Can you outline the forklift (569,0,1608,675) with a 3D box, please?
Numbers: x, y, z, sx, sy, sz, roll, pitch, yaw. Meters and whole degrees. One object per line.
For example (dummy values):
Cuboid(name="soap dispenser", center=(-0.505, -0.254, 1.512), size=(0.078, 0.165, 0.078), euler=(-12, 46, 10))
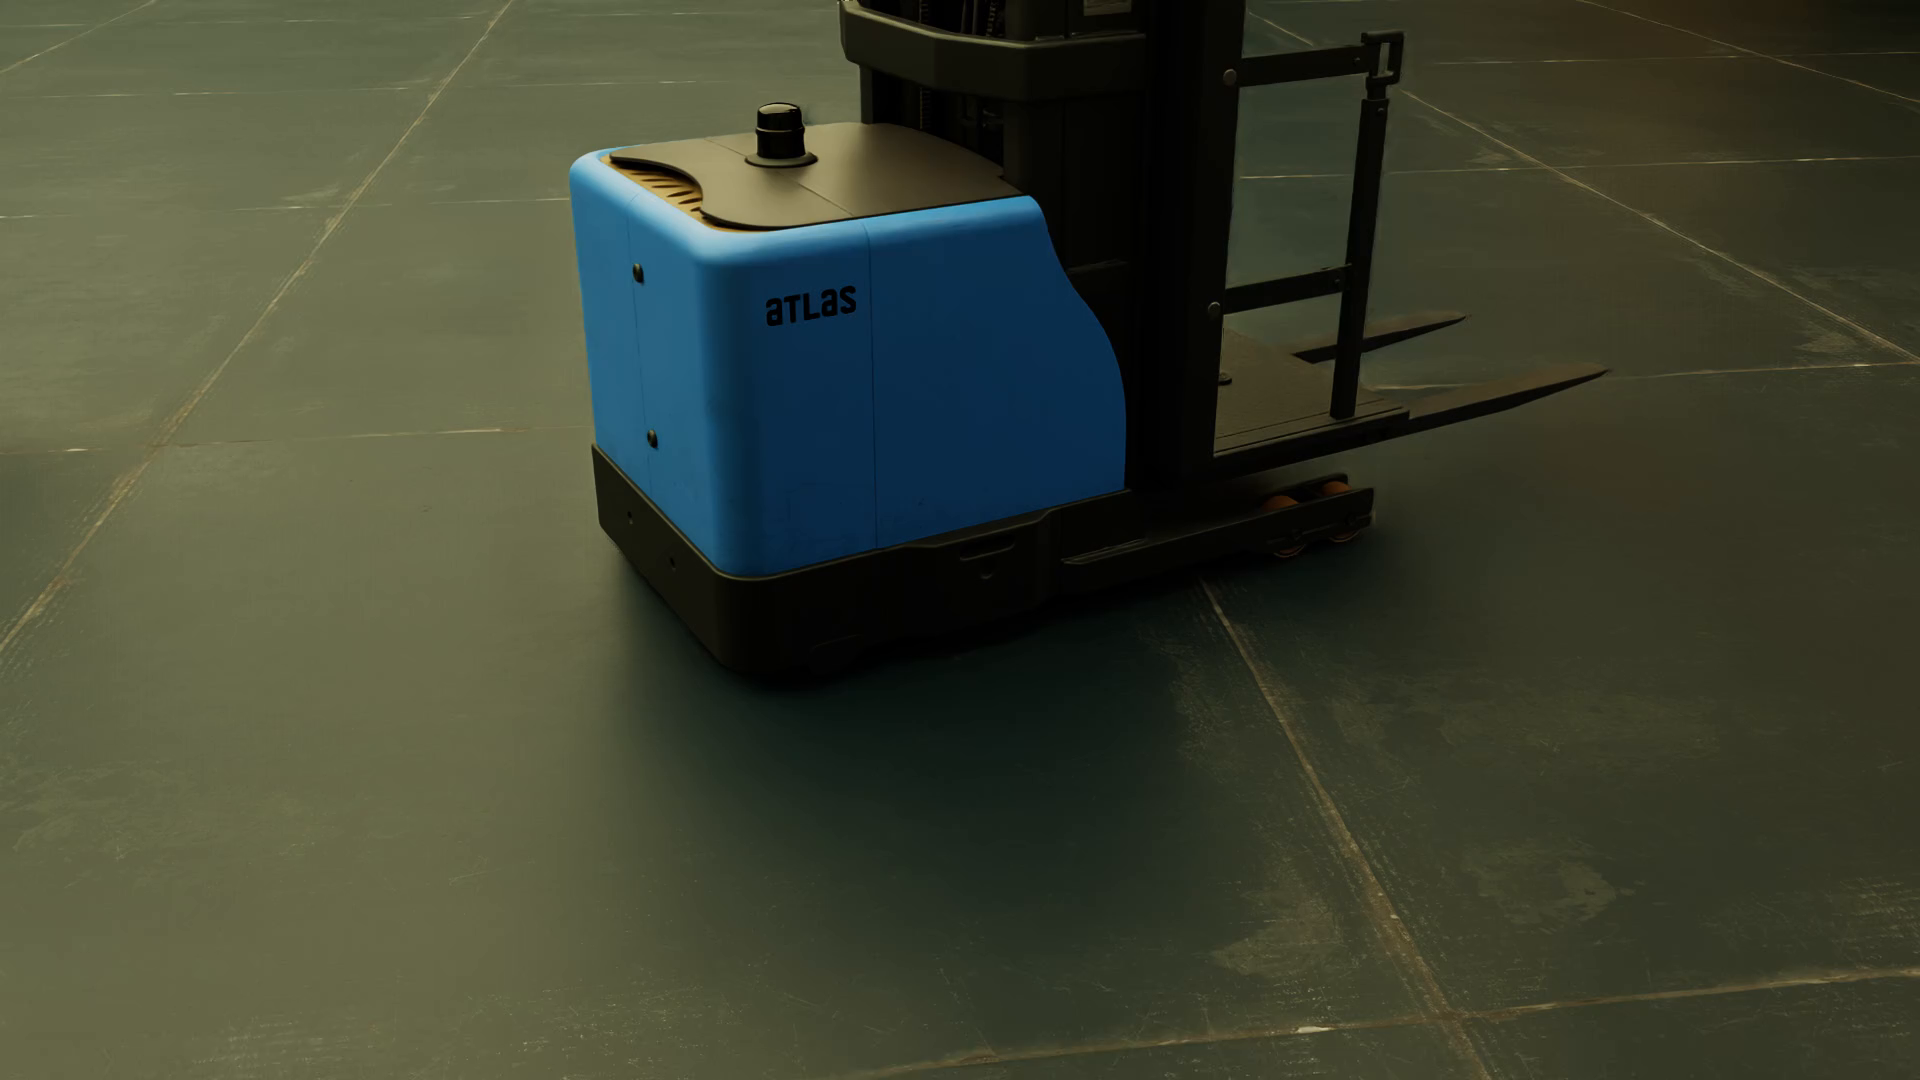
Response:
Cuboid(name="forklift", center=(0.551, -1.456, 4.251), size=(3.031, 2.935, 1.130), euler=(-14, 29, -26))
